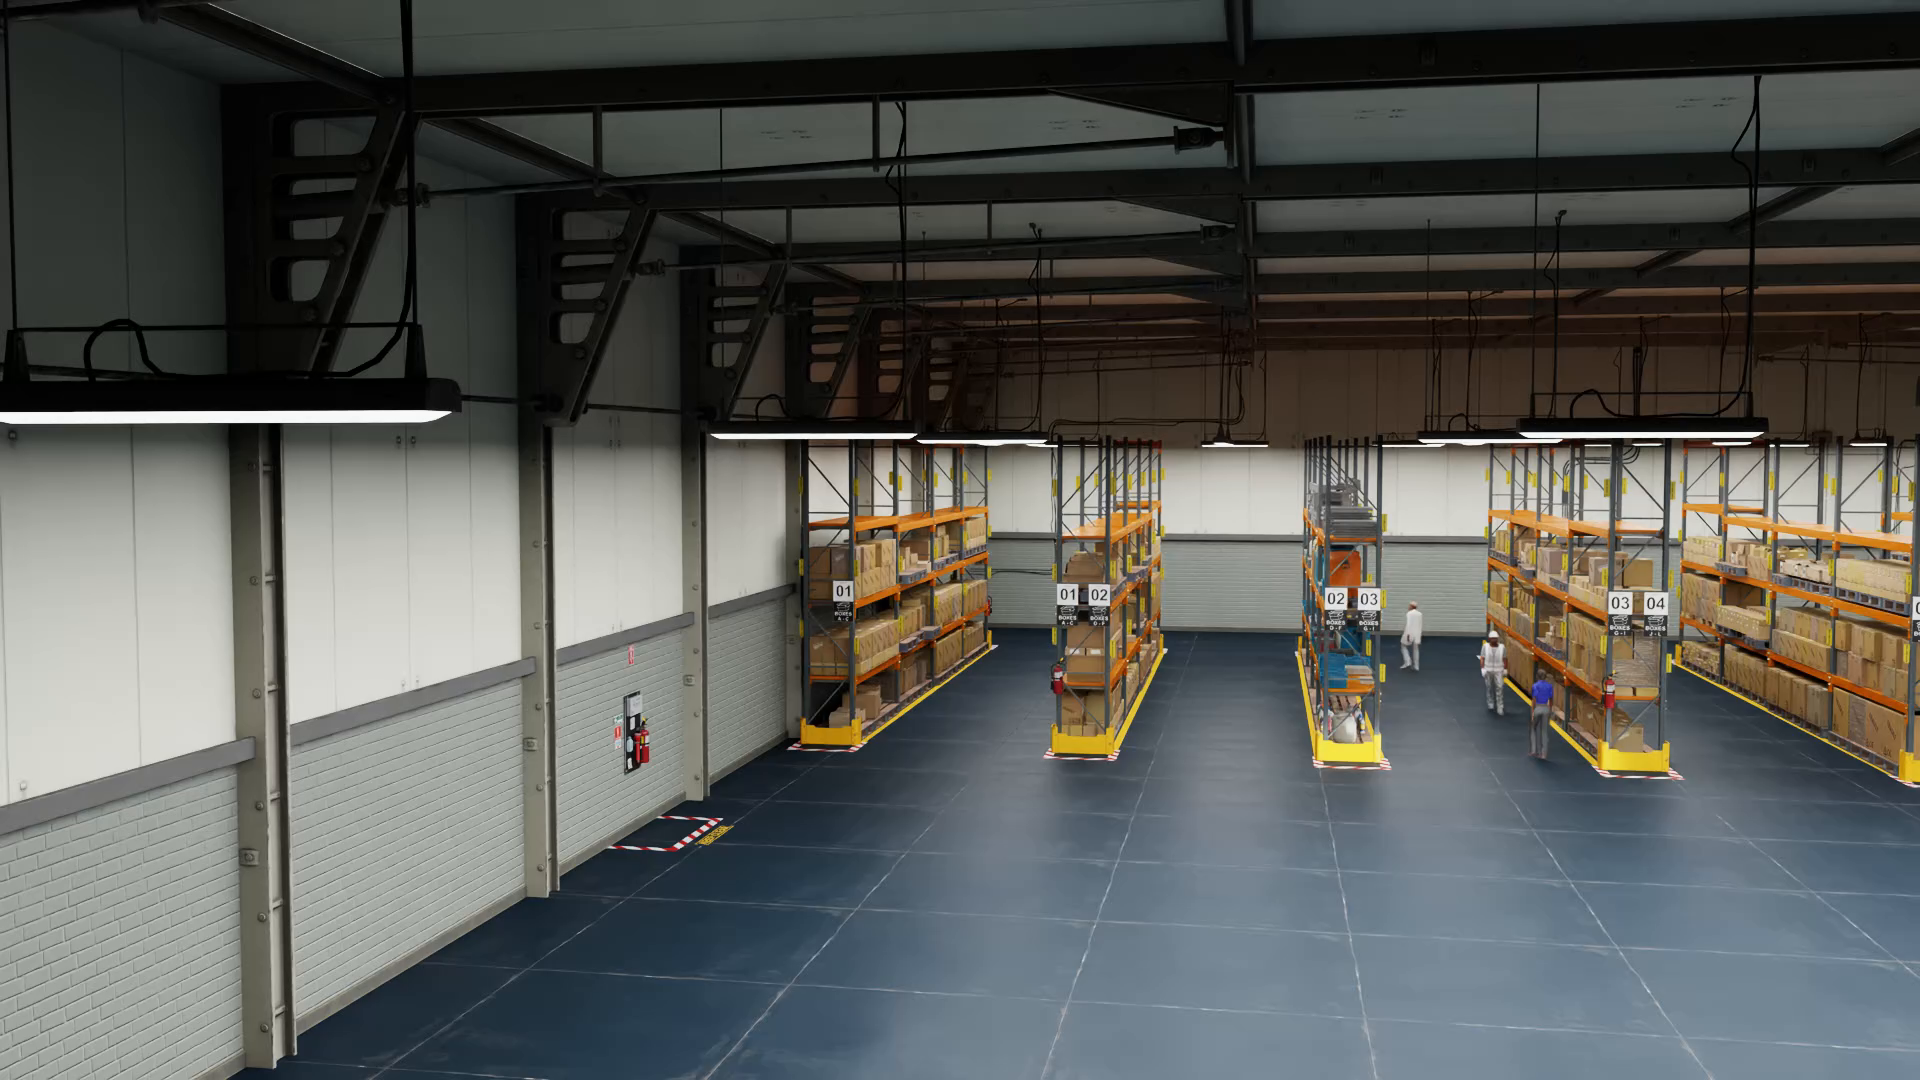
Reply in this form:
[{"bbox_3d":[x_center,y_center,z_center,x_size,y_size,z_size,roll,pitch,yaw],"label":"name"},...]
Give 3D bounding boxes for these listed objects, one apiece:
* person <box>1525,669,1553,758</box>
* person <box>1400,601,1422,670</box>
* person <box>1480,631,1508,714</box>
[{"bbox_3d":[10.795,3.256,30.882,0.455,1.705,0.595,0,3,7],"label":"person"},{"bbox_3d":[11.802,2.499,43.267,0.580,1.784,0.580,-1,3,-10],"label":"person"},{"bbox_3d":[11.642,2.859,36.278,0.570,1.743,0.900,1,3,22],"label":"person"}]
